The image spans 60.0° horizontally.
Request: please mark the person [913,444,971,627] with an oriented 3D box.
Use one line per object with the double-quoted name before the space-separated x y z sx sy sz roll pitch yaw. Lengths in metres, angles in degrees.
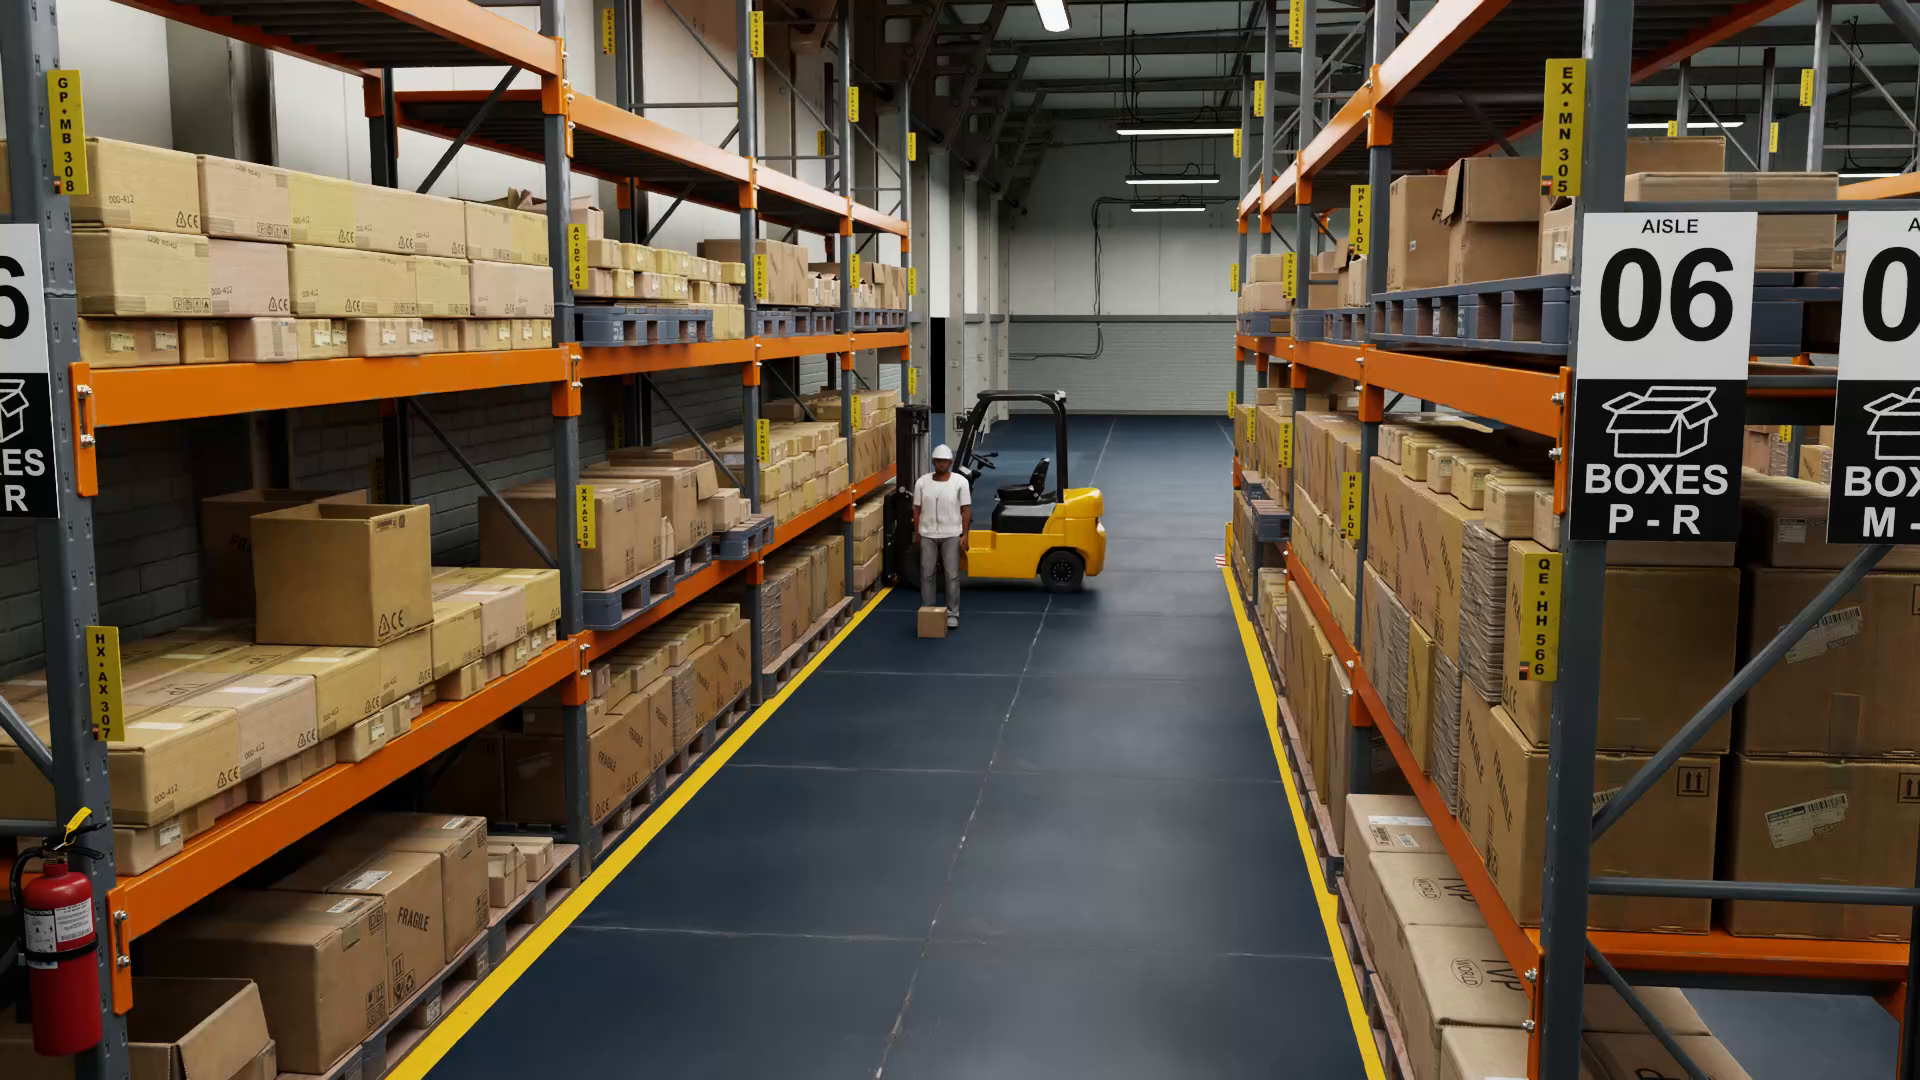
"person" -0.178 -0.040 16.022 0.562 1.760 0.352 1 8 9
